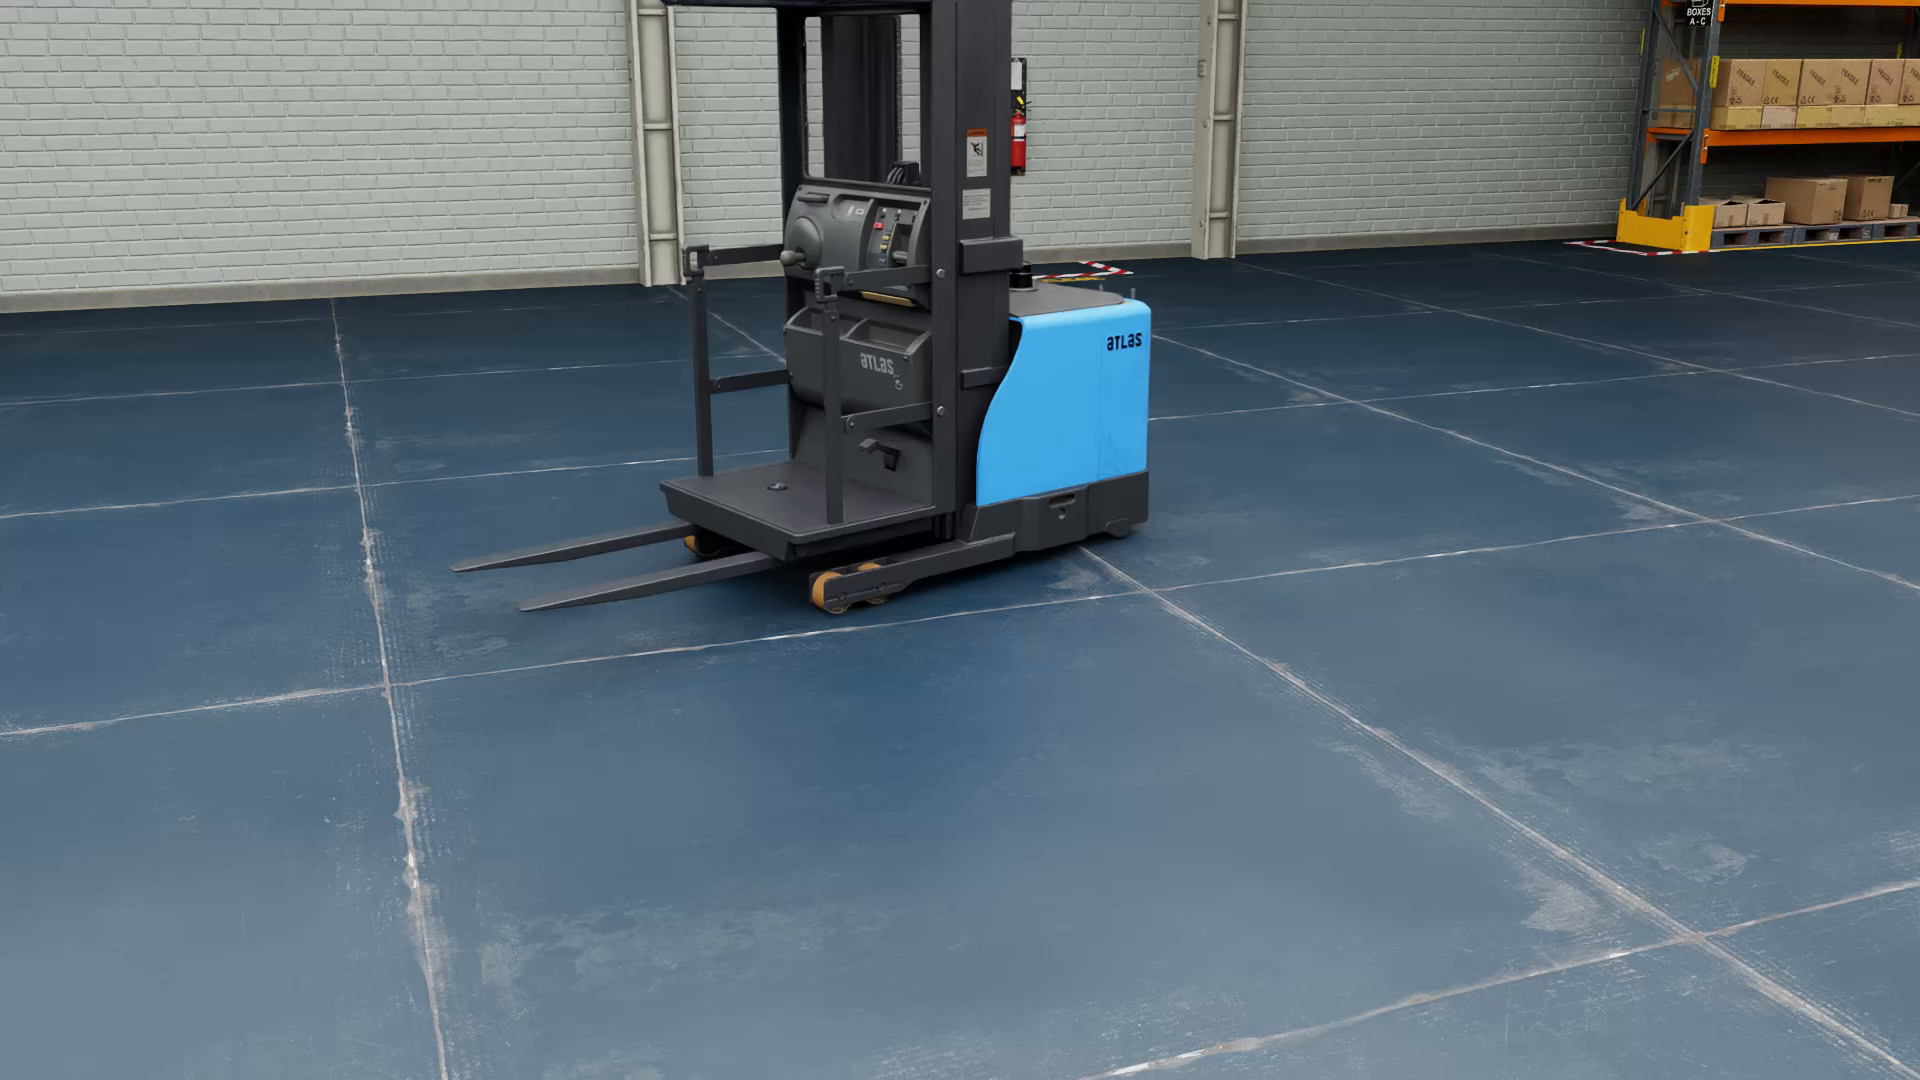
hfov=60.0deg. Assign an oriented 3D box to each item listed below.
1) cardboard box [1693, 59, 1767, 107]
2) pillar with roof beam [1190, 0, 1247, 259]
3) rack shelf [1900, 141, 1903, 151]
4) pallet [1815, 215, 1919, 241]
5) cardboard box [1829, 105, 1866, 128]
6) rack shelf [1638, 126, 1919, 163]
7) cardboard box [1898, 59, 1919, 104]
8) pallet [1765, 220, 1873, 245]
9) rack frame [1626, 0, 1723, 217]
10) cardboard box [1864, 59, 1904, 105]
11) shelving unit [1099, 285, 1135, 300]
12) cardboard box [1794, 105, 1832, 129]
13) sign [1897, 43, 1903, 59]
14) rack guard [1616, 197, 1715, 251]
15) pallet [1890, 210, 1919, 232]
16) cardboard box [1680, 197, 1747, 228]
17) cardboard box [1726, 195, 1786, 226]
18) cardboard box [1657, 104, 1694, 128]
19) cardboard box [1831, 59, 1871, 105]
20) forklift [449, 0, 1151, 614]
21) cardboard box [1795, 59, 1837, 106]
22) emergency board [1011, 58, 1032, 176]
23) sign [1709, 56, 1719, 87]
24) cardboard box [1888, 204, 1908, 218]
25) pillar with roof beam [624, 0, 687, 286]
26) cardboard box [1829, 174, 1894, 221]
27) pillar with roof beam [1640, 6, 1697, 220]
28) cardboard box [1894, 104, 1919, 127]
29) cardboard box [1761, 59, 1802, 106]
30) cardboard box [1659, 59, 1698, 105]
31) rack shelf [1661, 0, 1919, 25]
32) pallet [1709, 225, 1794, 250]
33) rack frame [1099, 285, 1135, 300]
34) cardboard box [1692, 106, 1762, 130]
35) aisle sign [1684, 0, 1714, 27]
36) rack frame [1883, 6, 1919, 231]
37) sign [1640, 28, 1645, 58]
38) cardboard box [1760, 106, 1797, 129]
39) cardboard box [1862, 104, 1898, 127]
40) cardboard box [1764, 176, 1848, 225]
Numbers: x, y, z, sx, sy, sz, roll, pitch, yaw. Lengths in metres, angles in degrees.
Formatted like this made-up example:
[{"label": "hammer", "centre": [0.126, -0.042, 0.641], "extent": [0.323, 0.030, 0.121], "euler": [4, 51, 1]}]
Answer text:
[{"label": "cardboard box", "centre": [8.557, -5.087, 18.497], "extent": [0.500, 0.500, 0.500], "euler": [-6, 17, -20]}, {"label": "pillar with roof beam", "centre": [4.285, -6.259, 12.943], "extent": [0.400, 9.000, 9.100], "euler": [-6, 17, -20]}, {"label": "rack shelf", "centre": [13.606, -5.080, 20.851], "extent": [4.000, 0.370, 1.077], "euler": [-6, 17, -20]}, {"label": "pallet", "centre": [11.124, -3.809, 20.194], "extent": [1.213, 0.211, 1.003], "euler": [-6, 17, -20]}, {"label": "cardboard box", "centre": [10.003, -4.880, 19.123], "extent": [0.500, 0.250, 0.500], "euler": [-6, 17, -20]}, {"label": "rack shelf", "centre": [9.871, -4.677, 19.478], "extent": [4.000, 0.370, 1.077], "euler": [-6, 17, -20]}, {"label": "cardboard box", "centre": [10.944, -5.340, 19.360], "extent": [0.500, 0.500, 0.500], "euler": [-6, 17, -20]}, {"label": "pallet", "centre": [9.983, -3.685, 19.771], "extent": [1.213, 0.211, 1.003], "euler": [-6, 17, -20]}, {"label": "rack frame", "centre": [8.003, -4.820, 18.690], "extent": [0.127, 3.000, 1.000], "euler": [-6, 17, -20]}, {"label": "cardboard box", "centre": [10.470, -5.292, 19.197], "extent": [0.500, 0.500, 0.500], "euler": [-7, 18, -22]}, {"label": "shelving unit", "centre": [0.673, -0.696, 8.087], "extent": [0.215, 1.050, 0.252], "euler": [12, 18, 36]}, {"label": "cardboard box", "centre": [9.530, -4.830, 18.952], "extent": [0.500, 0.250, 0.500], "euler": [-6, 18, -21]}, {"label": "sign", "centre": [11.537, -5.925, 20.396], "extent": [0.005, 0.325, 0.100], "euler": [-6, 17, -20]}, {"label": "rack guard", "centre": [8.074, -3.629, 19.068], "extent": [0.348, 0.500, 1.175], "euler": [-6, 17, -20]}, {"label": "pallet", "centre": [12.465, -3.965, 20.725], "extent": [1.213, 0.211, 1.003], "euler": [-6, 17, -20]}, {"label": "cardboard box", "centre": [8.682, -3.788, 19.164], "extent": [0.500, 0.311, 0.500], "euler": [-8, 18, -26]}, {"label": "cardboard box", "centre": [9.214, -3.845, 19.359], "extent": [0.500, 0.311, 0.500], "euler": [-5, 17, -15]}, {"label": "cardboard box", "centre": [8.370, -4.856, 19.042], "extent": [0.500, 0.250, 0.500], "euler": [-6, 17, -19]}, {"label": "cardboard box", "centre": [9.984, -5.240, 19.017], "extent": [0.500, 0.500, 0.500], "euler": [-6, 17, -18]}, {"label": "forklift", "centre": [-0.596, -1.281, 6.758], "extent": [3.031, 2.935, 1.130], "euler": [-13, 21, -37]}, {"label": "cardboard box", "centre": [9.506, -5.185, 18.830], "extent": [0.500, 0.500, 0.500], "euler": [-7, 18, -22]}, {"label": "emergency board", "centre": [0.423, -4.275, 16.831], "extent": [0.643, 1.169, 0.194], "euler": [-6, 17, -20]}, {"label": "sign", "centre": [8.198, -5.093, 18.082], "extent": [0.005, 0.325, 0.100], "euler": [-6, 17, -20]}, {"label": "cardboard box", "centre": [11.250, -4.014, 20.190], "extent": [0.250, 0.166, 0.380], "euler": [-9, 18, -27]}, {"label": "pillar with roof beam", "centre": [-1.318, -5.655, 10.883], "extent": [0.400, 9.000, 9.100], "euler": [-6, 17, -20]}, {"label": "cardboard box", "centre": [10.784, -4.120, 19.961], "extent": [0.500, 0.500, 0.500], "euler": [-8, 18, -24]}, {"label": "pillar with roof beam", "centre": [9.888, -6.864, 15.003], "extent": [0.400, 9.000, 9.100], "euler": [-6, 17, -20]}, {"label": "cardboard box", "centre": [10.936, -4.986, 19.484], "extent": [0.500, 0.250, 0.500], "euler": [-6, 17, -20]}, {"label": "cardboard box", "centre": [9.022, -5.134, 18.658], "extent": [0.500, 0.500, 0.500], "euler": [-6, 17, -20]}, {"label": "cardboard box", "centre": [8.367, -5.221, 18.955], "extent": [0.500, 0.500, 0.500], "euler": [-6, 18, -21]}, {"label": "rack shelf", "centre": [9.871, -6.116, 19.055], "extent": [4.000, 0.370, 1.077], "euler": [-6, 17, -20]}, {"label": "pallet", "centre": [8.846, -3.563, 19.356], "extent": [1.213, 0.211, 1.003], "euler": [-6, 17, -20]}, {"label": "rack frame", "centre": [0.748, -0.718, 8.181], "extent": [0.200, 1.050, 0.008], "euler": [12, 18, 36]}, {"label": "cardboard box", "centre": [8.573, -4.724, 18.591], "extent": [0.500, 0.250, 0.500], "euler": [-7, 18, -22]}, {"label": "aisle sign", "centre": [8.043, -5.982, 18.030], "extent": [0.004, 0.787, 0.394], "euler": [-6, 17, -20]}, {"label": "rack frame", "centre": [11.738, -5.224, 20.063], "extent": [0.127, 3.000, 1.000], "euler": [-6, 17, -20]}, {"label": "sign", "centre": [7.823, -5.676, 18.986], "extent": [0.005, 0.325, 0.100], "euler": [-6, 17, -20]}, {"label": "cardboard box", "centre": [9.052, -4.780, 18.782], "extent": [0.500, 0.250, 0.500], "euler": [-7, 18, -22]}, {"label": "cardboard box", "centre": [10.472, -4.931, 19.297], "extent": [0.500, 0.250, 0.500], "euler": [-6, 17, -20]}, {"label": "cardboard box", "centre": [9.917, -3.997, 19.540], "extent": [0.500, 0.500, 0.700], "euler": [-7, 18, -24]}]
